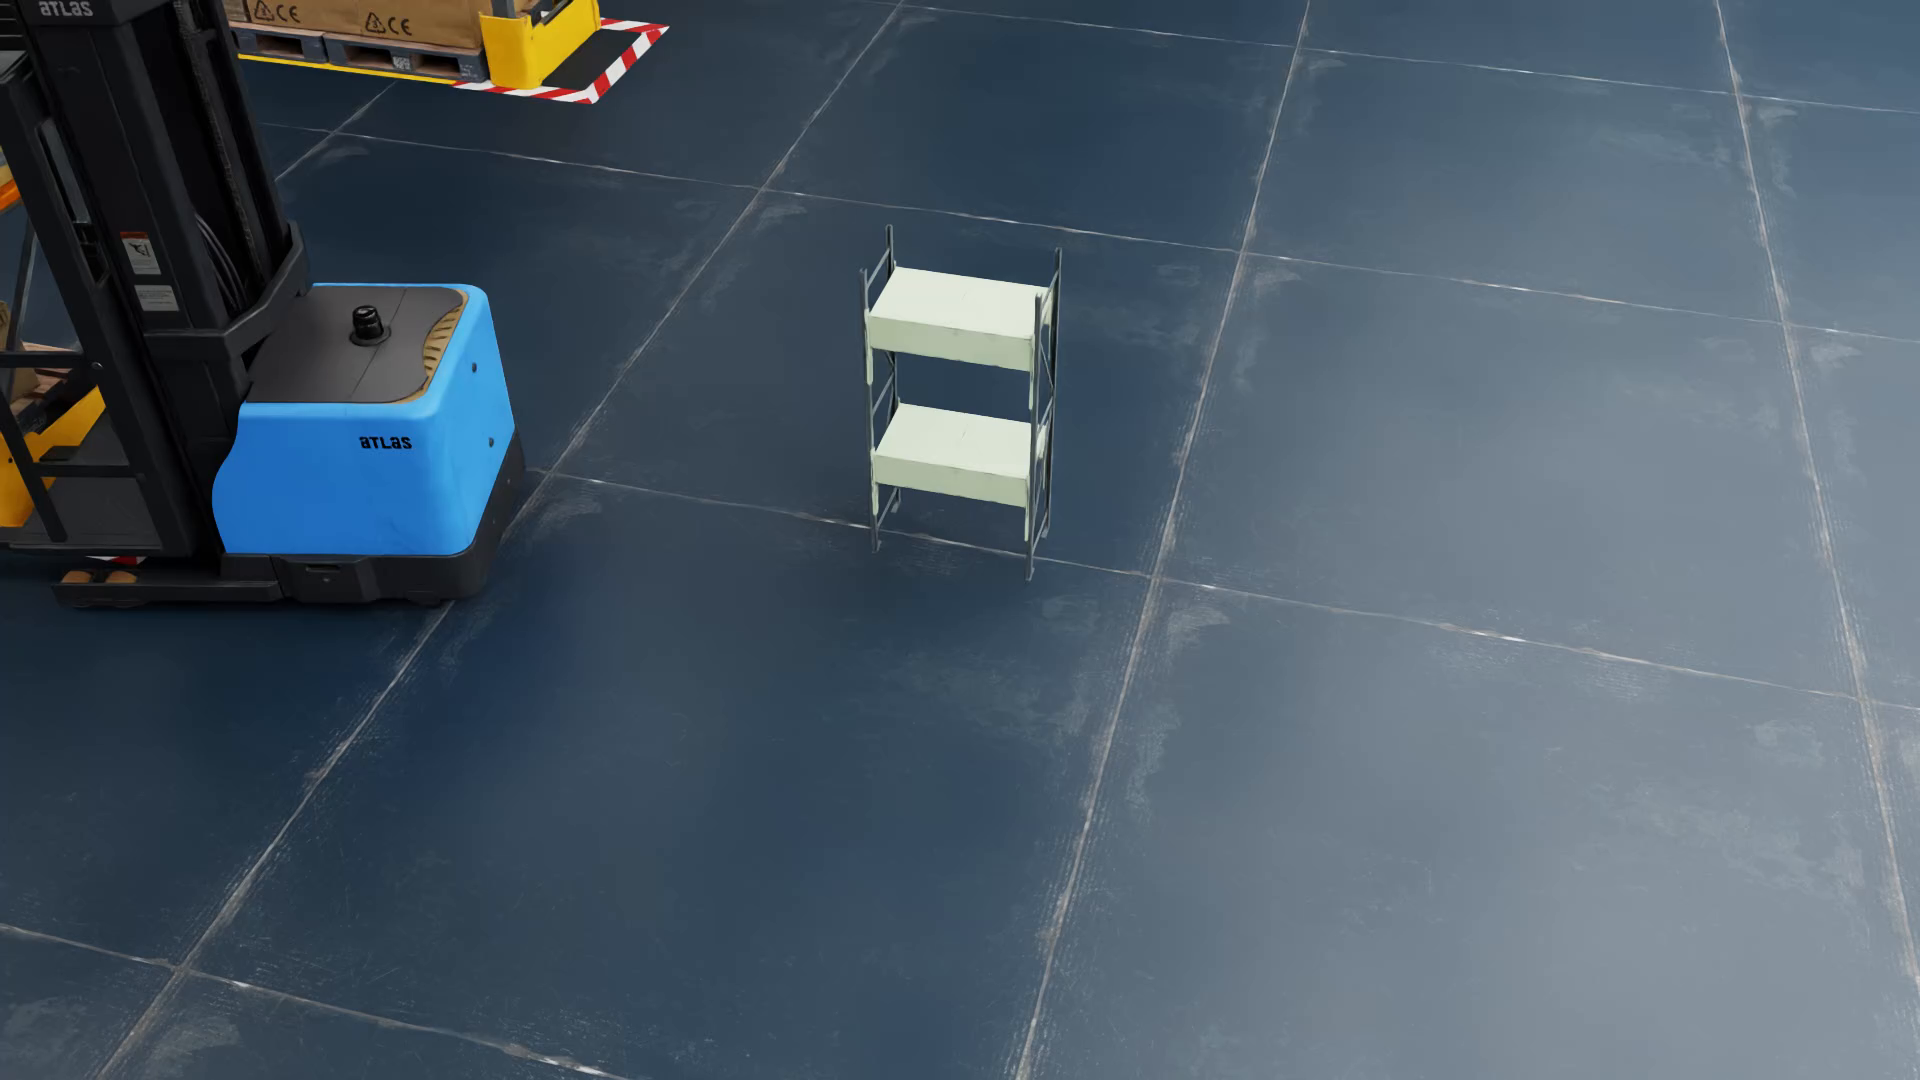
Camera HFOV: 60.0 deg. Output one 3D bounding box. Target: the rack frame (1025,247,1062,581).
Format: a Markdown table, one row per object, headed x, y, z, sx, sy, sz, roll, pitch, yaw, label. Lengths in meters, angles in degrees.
| x | y | z | sx | sy | sz | roll | pitch | yaw | label |
| --- | --- | --- | --- | --- | --- | --- | --- | --- | --- |
| 0.360 | -0.512 | 7.218 | 0.023 | 1.500 | 0.400 | 10 | 41 | 11 | rack frame |

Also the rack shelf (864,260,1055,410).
| x | y | z | sx | sy | sz | roll | pitch | yaw | label |
| --- | --- | --- | --- | --- | --- | --- | --- | --- | --- |
| 0.006 | -0.872 | 7.040 | 0.720 | 0.370 | 0.431 | 10 | 41 | 11 | rack shelf |

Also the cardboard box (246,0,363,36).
| x | y | z | sx | sy | sz | roll | pitch | yaw | label |
| --- | --- | --- | --- | --- | --- | --- | --- | --- | --- |
| -4.499 | -4.203 | 11.772 | 0.875 | 0.875 | 0.875 | 9 | 41 | 11 | cardboard box |

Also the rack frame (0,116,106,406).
| x | y | z | sx | sy | sz | roll | pitch | yaw | label |
| --- | --- | --- | --- | --- | --- | --- | --- | --- | --- |
| -4.356 | -1.574 | 7.317 | 0.127 | 3.000 | 1.000 | 10 | 41 | 11 | rack frame |

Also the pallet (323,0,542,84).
| x | y | z | sx | sy | sz | roll | pitch | yaw | label |
| --- | --- | --- | --- | --- | --- | --- | --- | --- | --- |
| -3.769 | -3.655 | 11.963 | 1.213 | 0.211 | 1.003 | 10 | 41 | 11 | pallet |

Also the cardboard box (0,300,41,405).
| x | y | z | sx | sy | sz | roll | pitch | yaw | label |
| --- | --- | --- | --- | --- | --- | --- | --- | --- | --- |
| -4.955 | -0.892 | 8.121 | 0.500 | 0.500 | 0.500 | 17 | 43 | 19 | cardboard box |

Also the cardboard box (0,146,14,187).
| x | y | z | sx | sy | sz | roll | pitch | yaw | label |
| --- | --- | --- | --- | --- | --- | --- | --- | --- | --- |
| -4.570 | -1.674 | 7.630 | 0.250 | 0.149 | 0.380 | 10 | 41 | 11 | cardboard box |

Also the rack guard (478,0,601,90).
| x | y | z | sx | sy | sz | roll | pitch | yaw | label |
| --- | --- | --- | --- | --- | --- | --- | --- | --- | --- |
| -2.953 | -3.678 | 11.765 | 0.348 | 0.500 | 1.175 | 10 | 41 | 11 | rack guard |

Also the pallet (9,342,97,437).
| x | y | z | sx | sy | sz | roll | pitch | yaw | label |
| --- | --- | --- | --- | --- | --- | --- | --- | --- | --- |
| -5.205 | -0.676 | 8.415 | 1.213 | 0.211 | 1.003 | 10 | 41 | 11 | pallet |

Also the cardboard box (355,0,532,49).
| x | y | z | sx | sy | sz | roll | pitch | yaw | label |
| --- | --- | --- | --- | --- | --- | --- | --- | --- | --- |
| -3.649 | -4.058 | 11.599 | 0.875 | 0.875 | 0.875 | 10 | 41 | 12 | cardboard box |

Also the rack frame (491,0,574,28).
| x | y | z | sx | sy | sz | roll | pitch | yaw | label |
| --- | --- | --- | --- | --- | --- | --- | --- | --- | --- |
| -2.976 | -4.639 | 10.966 | 0.127 | 3.000 | 1.000 | 10 | 41 | 11 | rack frame |

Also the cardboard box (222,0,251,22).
| x | y | z | sx | sy | sz | roll | pitch | yaw | label |
| --- | --- | --- | --- | --- | --- | --- | --- | --- | --- |
| -5.379 | -4.356 | 11.954 | 0.875 | 0.875 | 0.875 | 10 | 41 | 12 | cardboard box |

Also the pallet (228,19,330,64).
| x | y | z | sx | sy | sz | roll | pitch | yaw | label |
| --- | --- | --- | --- | --- | --- | --- | --- | --- | --- |
| -4.944 | -3.859 | 12.206 | 1.213 | 0.211 | 1.003 | 10 | 41 | 11 | pallet |

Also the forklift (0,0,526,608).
| x | y | z | sx | sy | sz | roll | pitch | yaw | label |
| --- | --- | --- | --- | --- | --- | --- | --- | --- | --- |
| -3.630 | -1.160 | 6.877 | 3.031 | 2.935 | 1.130 | 1 | 40 | 1 | forklift |

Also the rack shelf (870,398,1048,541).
| x | y | z | sx | sy | sz | roll | pitch | yaw | label |
| --- | --- | --- | --- | --- | --- | --- | --- | --- | --- |
| 0.006 | -0.324 | 7.501 | 0.720 | 0.370 | 0.431 | 10 | 41 | 11 | rack shelf |

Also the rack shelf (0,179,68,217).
| x | y | z | sx | sy | sz | roll | pitch | yaw | label |
| --- | --- | --- | --- | --- | --- | --- | --- | --- | --- |
| -6.288 | -1.631 | 7.944 | 4.000 | 0.370 | 1.077 | 10 | 41 | 11 | rack shelf |

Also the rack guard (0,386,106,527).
| x | y | z | sx | sy | sz | roll | pitch | yaw | label |
| --- | --- | --- | --- | --- | --- | --- | --- | --- | --- |
| -4.429 | -0.630 | 8.136 | 0.348 | 0.500 | 1.175 | 10 | 41 | 11 | rack guard |

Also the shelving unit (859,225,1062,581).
| x | y | z | sx | sy | sz | roll | pitch | yaw | label |
| --- | --- | --- | --- | --- | --- | --- | --- | --- | --- |
| 0.006 | -0.573 | 7.291 | 0.755 | 1.500 | 0.431 | 10 | 41 | 11 | shelving unit |

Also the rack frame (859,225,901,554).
| x | y | z | sx | sy | sz | roll | pitch | yaw | label |
| --- | --- | --- | --- | --- | --- | --- | --- | --- | --- |
| -0.347 | -0.634 | 7.363 | 0.023 | 1.500 | 0.400 | 10 | 41 | 11 | rack frame |
